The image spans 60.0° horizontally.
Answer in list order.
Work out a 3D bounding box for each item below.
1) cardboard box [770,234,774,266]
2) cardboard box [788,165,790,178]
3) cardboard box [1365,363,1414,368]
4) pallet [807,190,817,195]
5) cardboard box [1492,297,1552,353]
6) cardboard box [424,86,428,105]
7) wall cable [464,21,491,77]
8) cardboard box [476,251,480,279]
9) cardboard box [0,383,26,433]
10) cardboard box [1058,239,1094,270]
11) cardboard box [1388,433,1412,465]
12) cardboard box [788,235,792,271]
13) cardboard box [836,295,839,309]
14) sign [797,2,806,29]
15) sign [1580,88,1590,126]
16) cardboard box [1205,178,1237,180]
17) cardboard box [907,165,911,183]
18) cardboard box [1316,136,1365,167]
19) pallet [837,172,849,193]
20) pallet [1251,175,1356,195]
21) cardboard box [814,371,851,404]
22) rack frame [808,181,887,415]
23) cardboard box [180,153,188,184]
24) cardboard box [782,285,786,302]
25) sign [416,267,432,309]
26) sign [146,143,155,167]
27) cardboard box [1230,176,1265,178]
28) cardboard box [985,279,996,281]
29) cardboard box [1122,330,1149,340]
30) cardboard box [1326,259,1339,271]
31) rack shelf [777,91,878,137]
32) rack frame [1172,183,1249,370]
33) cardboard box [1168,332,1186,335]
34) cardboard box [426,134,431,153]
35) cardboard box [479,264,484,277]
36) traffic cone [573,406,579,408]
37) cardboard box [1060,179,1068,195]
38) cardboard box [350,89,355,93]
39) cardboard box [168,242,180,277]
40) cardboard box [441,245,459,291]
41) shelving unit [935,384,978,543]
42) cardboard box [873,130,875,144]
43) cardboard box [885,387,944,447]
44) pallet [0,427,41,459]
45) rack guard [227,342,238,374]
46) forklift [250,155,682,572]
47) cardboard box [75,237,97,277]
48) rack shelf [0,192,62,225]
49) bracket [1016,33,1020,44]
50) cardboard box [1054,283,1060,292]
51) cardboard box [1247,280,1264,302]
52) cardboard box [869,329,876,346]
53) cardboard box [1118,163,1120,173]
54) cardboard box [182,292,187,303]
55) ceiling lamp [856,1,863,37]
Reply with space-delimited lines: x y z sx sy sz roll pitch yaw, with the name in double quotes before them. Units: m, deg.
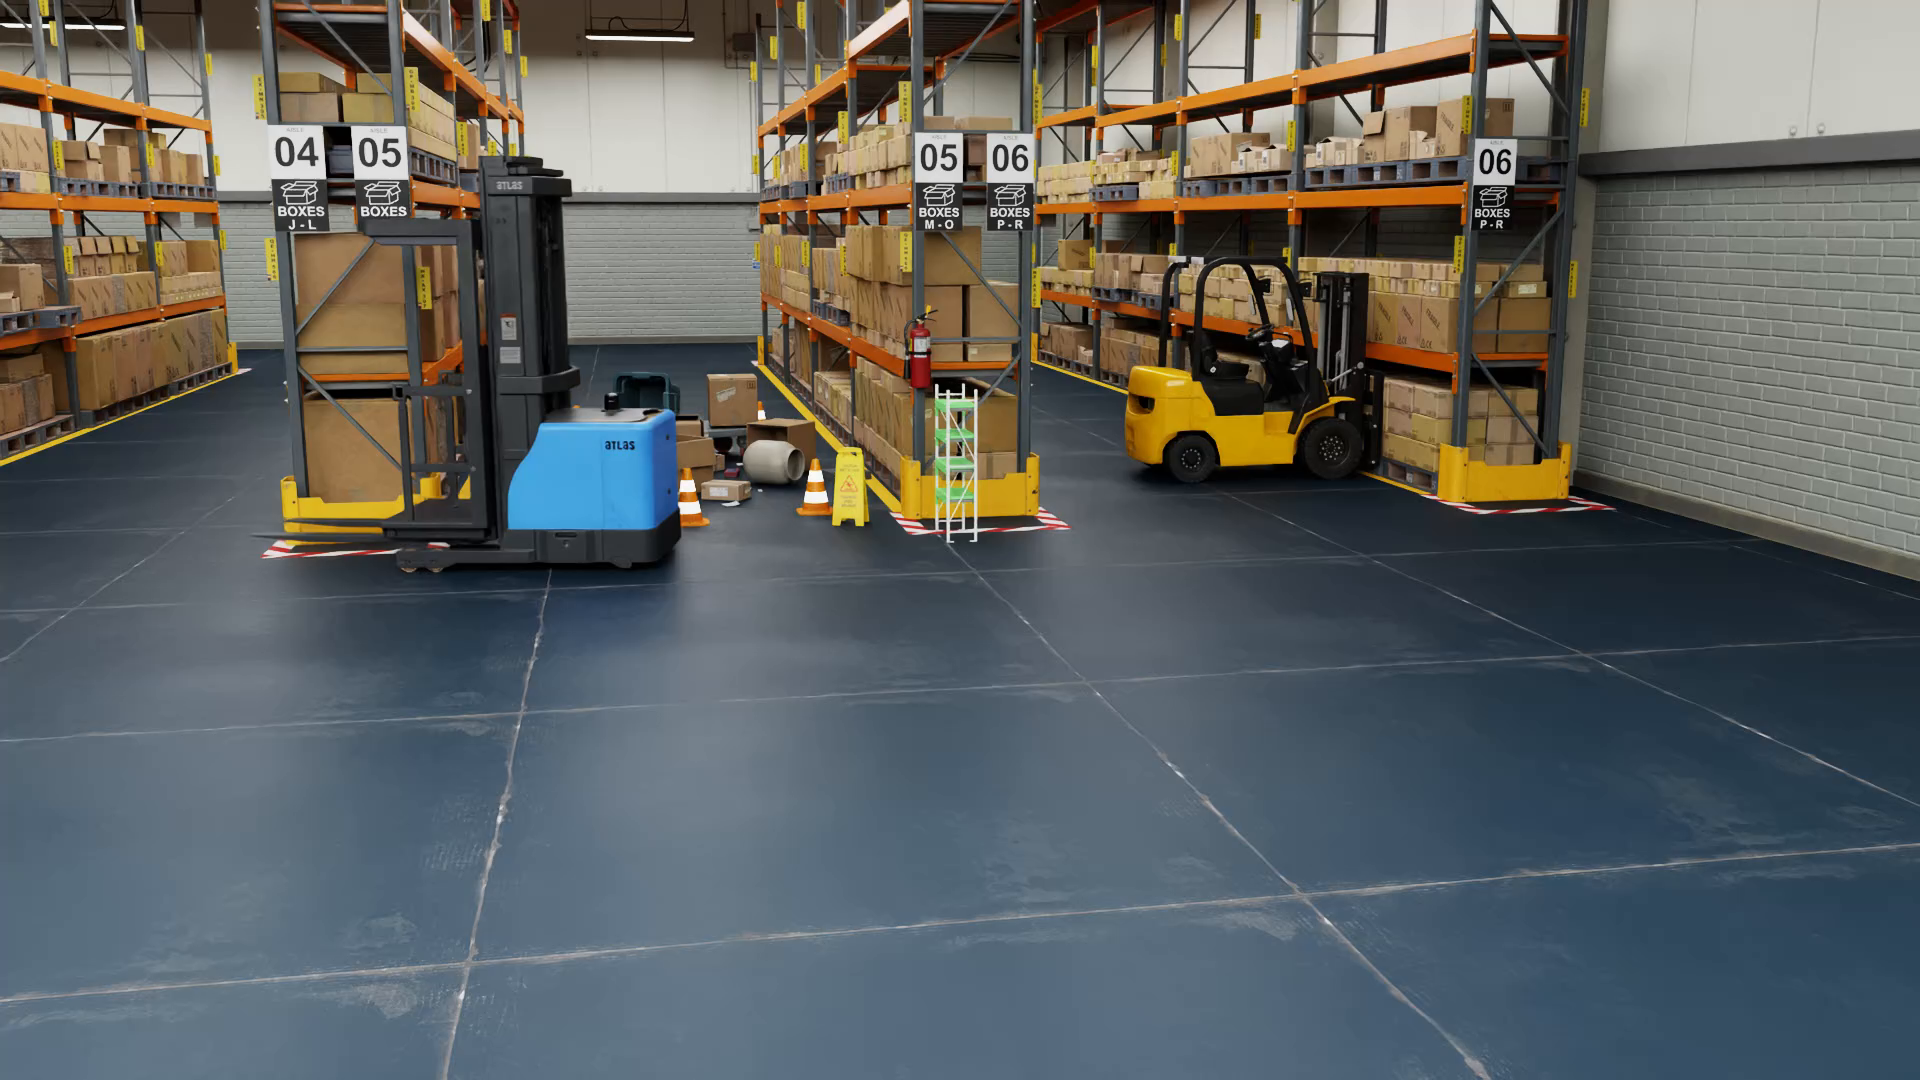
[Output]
"cardboard box" -2.795 -4.689 26.869 0.500 0.500 0.500 -2 11 -10
"cardboard box" -2.222 -5.152 23.457 0.396 0.266 0.258 -1 11 -6
"cardboard box" 4.589 -1.771 18.036 0.500 0.250 0.500 -2 11 -12
"pallet" -2.007 -5.099 24.455 0.805 0.209 1.217 -3 11 -13
"cardboard box" 5.144 -2.016 15.501 0.500 0.500 0.500 -2 11 -9
"cardboard box" -4.685 -3.743 13.967 0.380 0.149 0.250 -2 11 -12
"wall cable" -10.451 -9.949 32.798 2.277 5.999 0.120 -2 11 -11
"cardboard box" -6.214 -3.411 20.156 0.700 0.500 0.500 -2 11 -11
"cardboard box" -10.789 -1.453 18.317 0.700 0.500 0.500 -1 11 -6
"cardboard box" 1.972 -4.874 28.380 0.500 0.500 0.500 -2 11 -10
"cardboard box" 4.480 -0.888 16.071 0.500 0.250 0.500 -2 11 -11
"cardboard box" -2.209 -4.151 24.041 0.500 0.500 0.500 -2 11 -12
"cardboard box" -1.221 -2.728 19.053 0.380 0.149 0.250 -2 11 -11
"sign" -2.000 -6.615 20.964 0.100 0.325 0.005 -2 11 -11
"sign" 5.514 -3.827 14.711 0.100 0.325 0.005 -2 11 -11
"cardboard box" 3.576 -5.005 22.783 0.380 0.149 0.250 -2 11 -10
"cardboard box" -0.244 -3.091 14.061 0.380 0.149 0.250 -2 11 -11
"cardboard box" 4.113 -4.124 17.665 0.500 0.311 0.500 -2 11 -10
"pallet" -0.693 -3.917 18.235 1.213 0.211 1.003 -2 11 -11
"pallet" 4.006 -4.141 19.419 0.805 0.209 1.217 -3 11 -13
"cardboard box" -1.356 -1.964 21.397 0.950 0.372 0.625 -3 11 -15
"rack frame" -1.456 -3.152 21.737 1.000 3.000 0.127 -2 11 -11
"cardboard box" -12.588 -5.836 26.158 0.700 0.500 0.500 -3 11 -13
"cardboard box" -2.407 -3.722 25.131 0.500 0.250 0.500 -2 11 -12
"sign" -4.190 -1.970 12.997 0.100 0.325 0.005 -2 11 -11
"sign" -11.424 -5.429 23.453 0.100 0.325 0.005 -2 11 -11
"cardboard box" 3.805 -4.865 21.725 0.500 0.250 0.500 -2 11 -11
"cardboard box" 0.076 -2.166 15.489 0.500 0.500 0.500 -2 11 -12
"cardboard box" 2.701 -3.144 25.522 0.380 0.149 0.250 -2 11 -12
"cardboard box" 4.108 -2.903 17.626 0.380 0.149 0.250 -2 11 -10
"rack shelf" -1.845 -5.916 23.208 1.077 0.370 4.000 -2 11 -11
"rack frame" 3.412 -3.334 22.689 1.000 3.000 0.127 -2 11 -11
"cardboard box" 3.302 -3.024 24.889 0.380 0.149 0.250 -3 11 -13
"cardboard box" -4.685 -3.352 14.044 0.380 0.149 0.250 -2 11 -11
"cardboard box" -6.192 -3.422 21.109 0.380 0.149 0.250 -2 11 -11
"traffic cone" -4.293 -1.275 18.657 0.336 0.463 0.334 -2 11 -11
"cardboard box" 2.004 -5.975 28.148 0.500 0.250 0.500 -2 11 -12
"cardboard box" -5.431 -3.813 14.334 0.380 0.149 0.250 -2 11 -11
"cardboard box" -11.885 -4.154 24.600 0.500 0.500 0.500 -2 11 -11
"cardboard box" -5.255 -2.659 15.854 0.875 0.550 0.550 -2 11 -11
"shelving unit" -0.032 -0.620 13.244 0.258 1.200 0.503 -2 11 -11
"cardboard box" -0.630 -3.854 15.940 0.380 0.149 0.250 -2 11 -12
"cardboard box" -0.416 -1.142 15.400 0.500 0.500 0.500 -2 11 -9
"pallet" -10.792 -1.056 18.178 1.003 0.211 1.213 -2 11 -11
"rack guard" -12.737 -3.036 27.809 1.175 0.500 0.348 -2 11 -11
"forklift" -3.683 -1.310 12.240 3.031 2.935 1.130 0 11 1
"cardboard box" -11.427 -3.588 21.076 0.797 0.503 0.637 -2 11 -10
"rack shelf" -10.788 -3.545 17.703 1.077 0.370 4.000 -2 11 -11
"bracket" 1.326 -10.541 34.886 0.235 0.232 0.430 -2 11 -11
"cardboard box" 1.853 -4.369 28.801 0.380 0.149 0.250 -2 11 -13
"cardboard box" 3.737 -2.947 19.720 0.500 0.250 0.500 -2 11 -12
"cardboard box" -0.692 -1.991 16.307 0.380 0.149 0.250 -2 11 -11
"cardboard box" 2.575 -5.563 24.864 0.380 0.149 0.250 -2 11 -10
"cardboard box" -11.892 -3.660 25.076 0.380 0.149 0.250 -2 11 -12
"ceiling lamp" -0.949 -11.022 31.429 2.000 3.185 0.800 -2 11 -11
